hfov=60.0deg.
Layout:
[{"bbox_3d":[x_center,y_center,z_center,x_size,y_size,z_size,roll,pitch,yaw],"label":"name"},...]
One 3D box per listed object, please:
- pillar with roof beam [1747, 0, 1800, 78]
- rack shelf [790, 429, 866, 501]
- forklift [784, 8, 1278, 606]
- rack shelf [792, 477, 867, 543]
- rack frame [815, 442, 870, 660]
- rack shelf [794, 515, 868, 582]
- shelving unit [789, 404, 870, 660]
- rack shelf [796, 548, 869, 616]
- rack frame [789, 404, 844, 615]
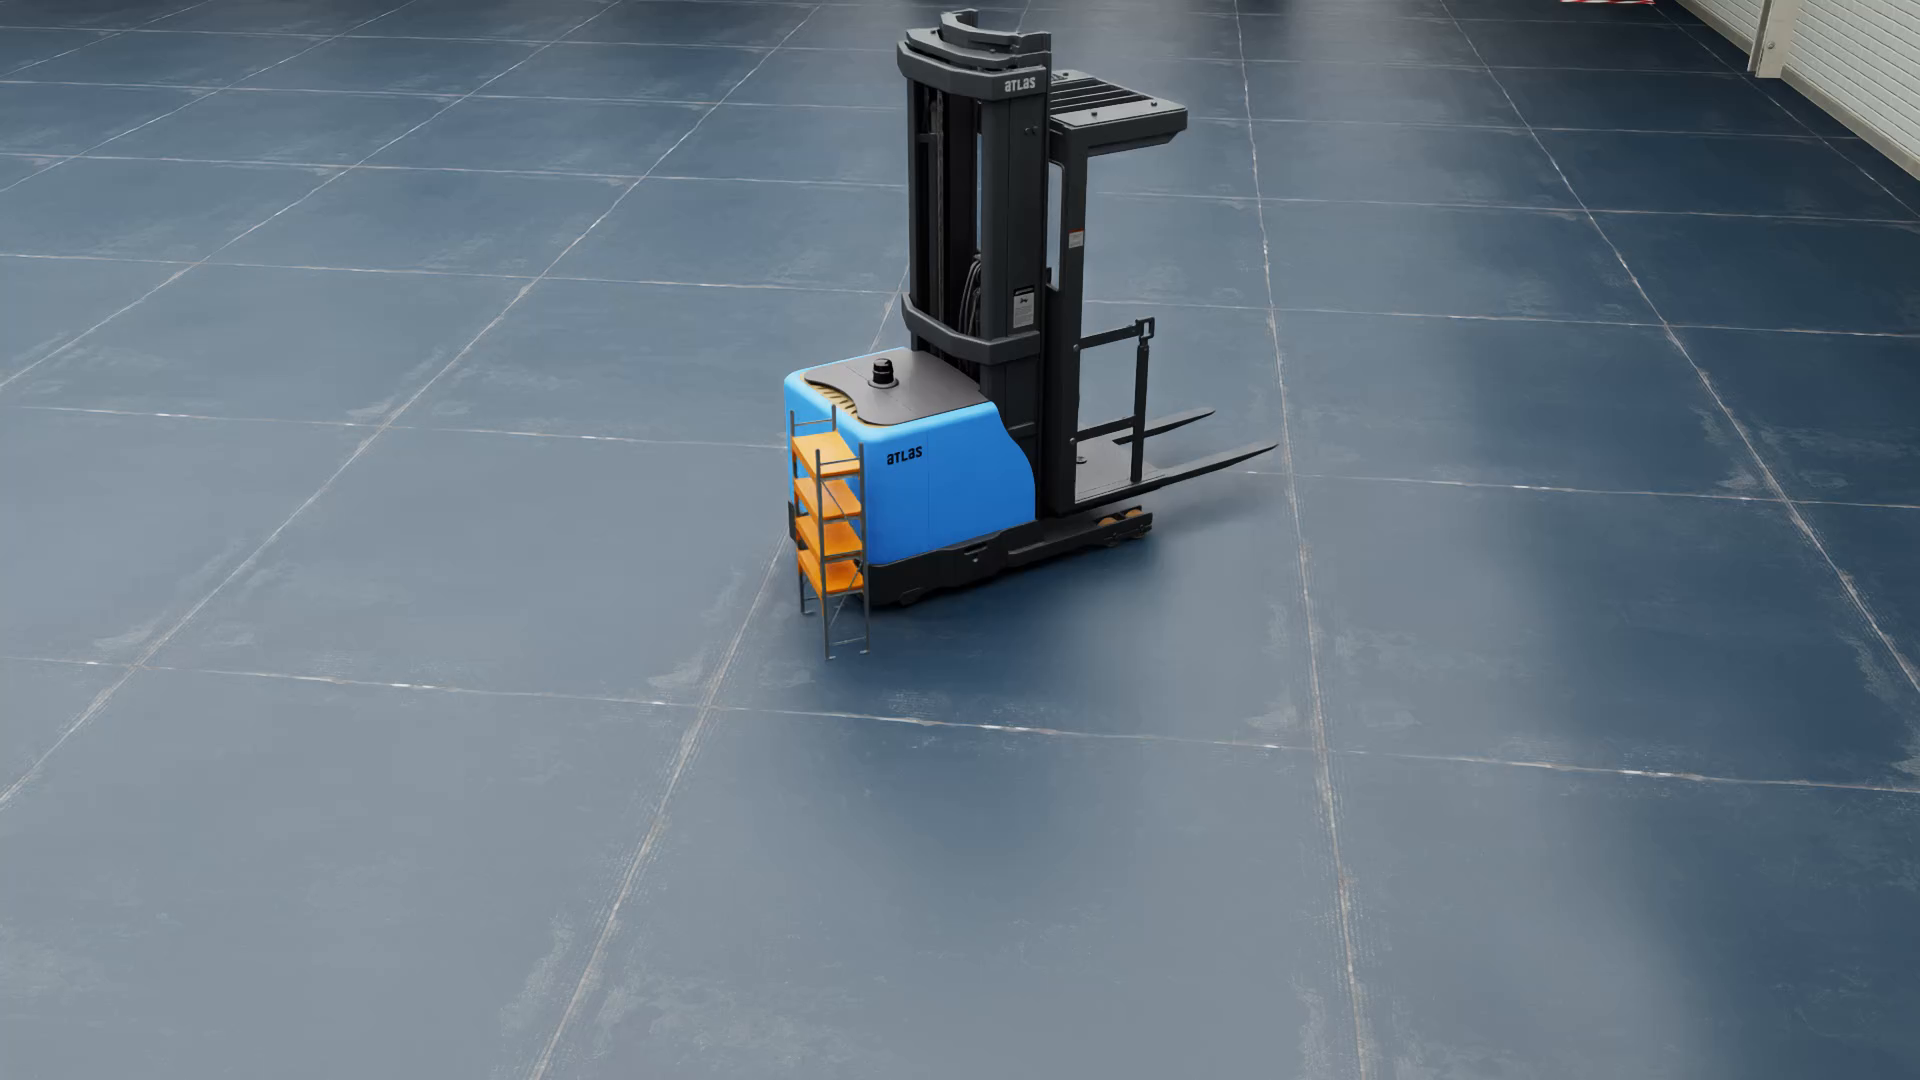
[{"bbox_3d":[5.564,-9.908,18.653,9.100,9.000,0.400,3,28,6],"label":"pillar with roof beam"},{"bbox_3d":[-0.668,-0.383,8.367,0.258,0.148,0.480,-10,30,-17],"label":"rack shelf"},{"bbox_3d":[0.532,-1.448,9.347,3.031,2.935,1.130,-17,32,-28],"label":"forklift"},{"bbox_3d":[-0.667,-0.175,8.479,0.258,0.148,0.480,-10,30,-17],"label":"rack shelf"},{"bbox_3d":[-0.585,0.071,8.351,0.240,1.200,0.015,-10,30,-17],"label":"rack frame"},{"bbox_3d":[-0.667,0.022,8.586,0.258,0.148,0.480,-10,30,-17],"label":"rack shelf"},{"bbox_3d":[-0.667,-0.037,8.554,0.258,1.200,0.503,-10,30,-17],"label":"shelving unit"},{"bbox_3d":[-0.666,0.197,8.680,0.258,0.148,0.480,-10,30,-17],"label":"rack shelf"},{"bbox_3d":[-0.750,-0.146,8.756,0.240,1.200,0.015,-10,30,-17],"label":"rack frame"}]
